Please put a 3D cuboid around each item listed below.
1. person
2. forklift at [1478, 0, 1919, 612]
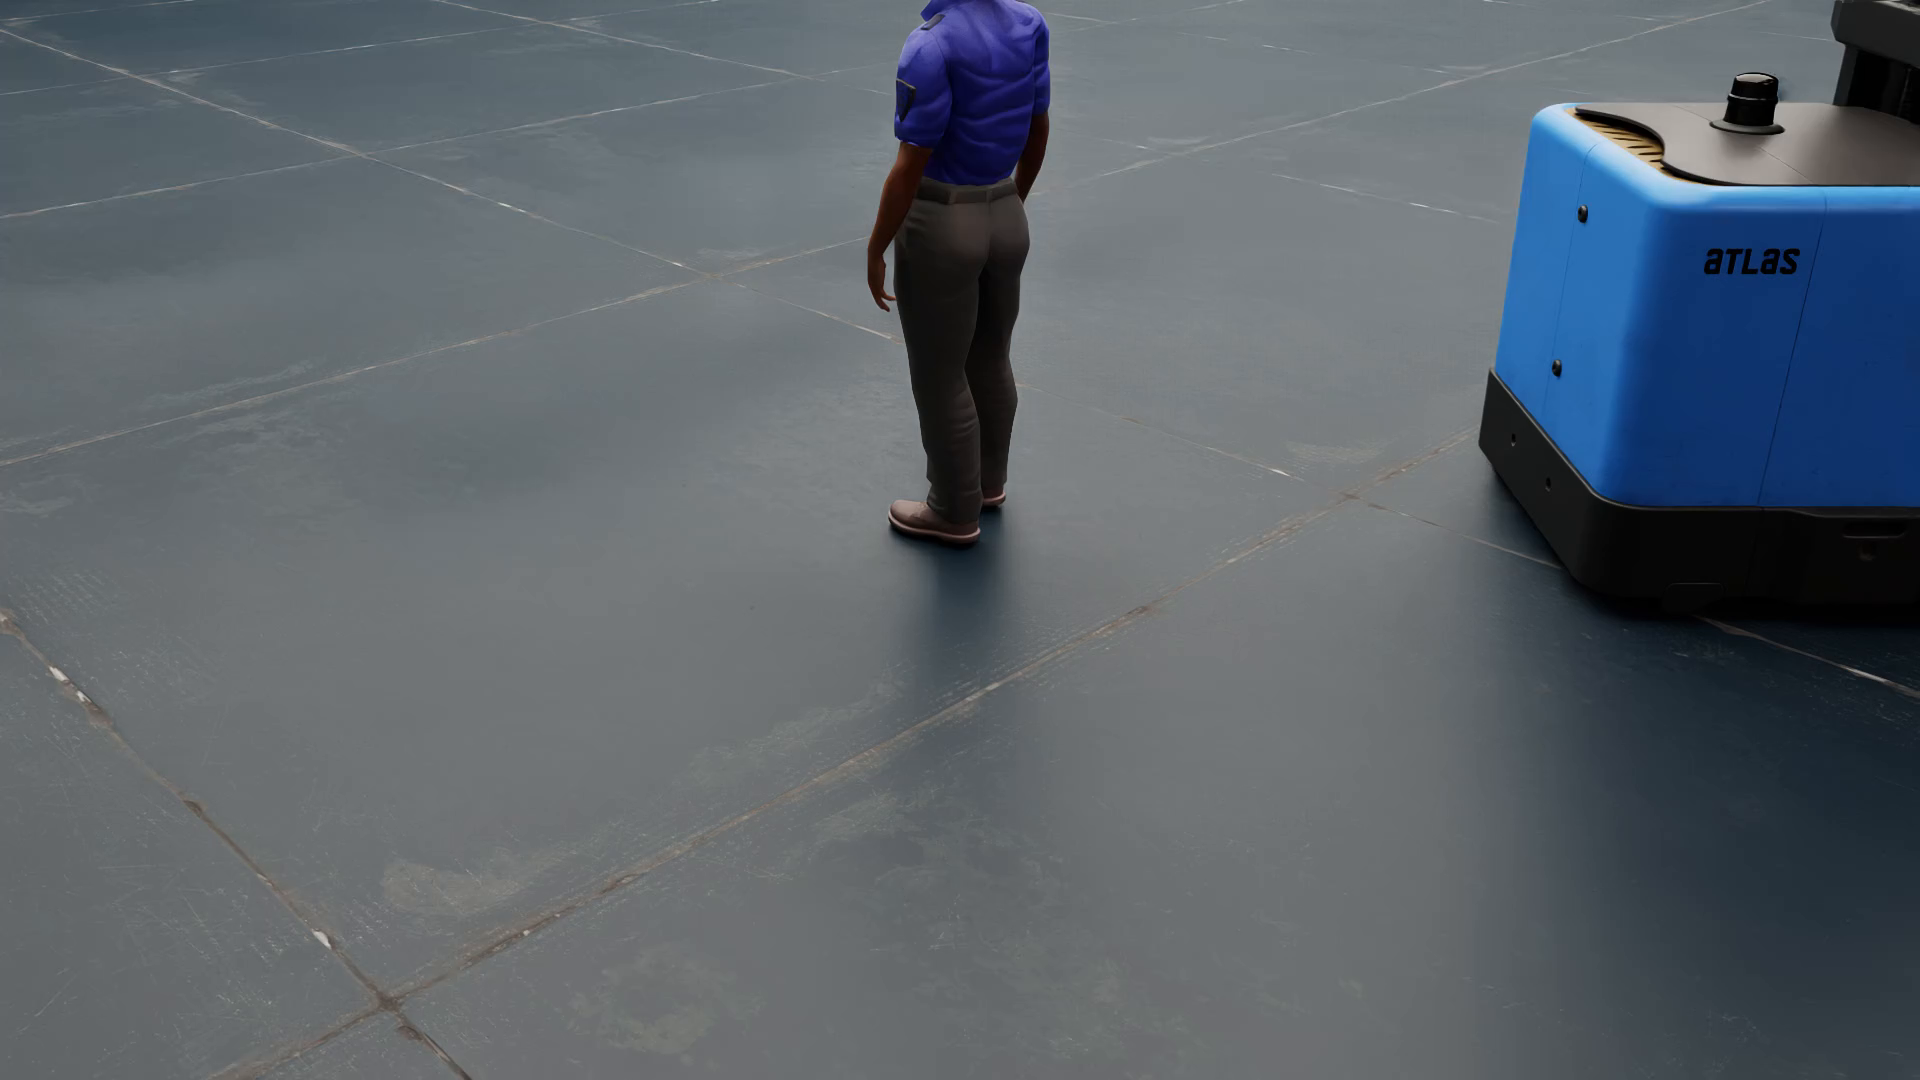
[{"bbox_3d":[-0.048,-0.783,4.243,0.569,1.655,0.504,-24,35,-39],"label":"person"},{"bbox_3d":[3.059,-1.343,3.951,3.031,2.935,1.130,0,26,0],"label":"forklift"}]
